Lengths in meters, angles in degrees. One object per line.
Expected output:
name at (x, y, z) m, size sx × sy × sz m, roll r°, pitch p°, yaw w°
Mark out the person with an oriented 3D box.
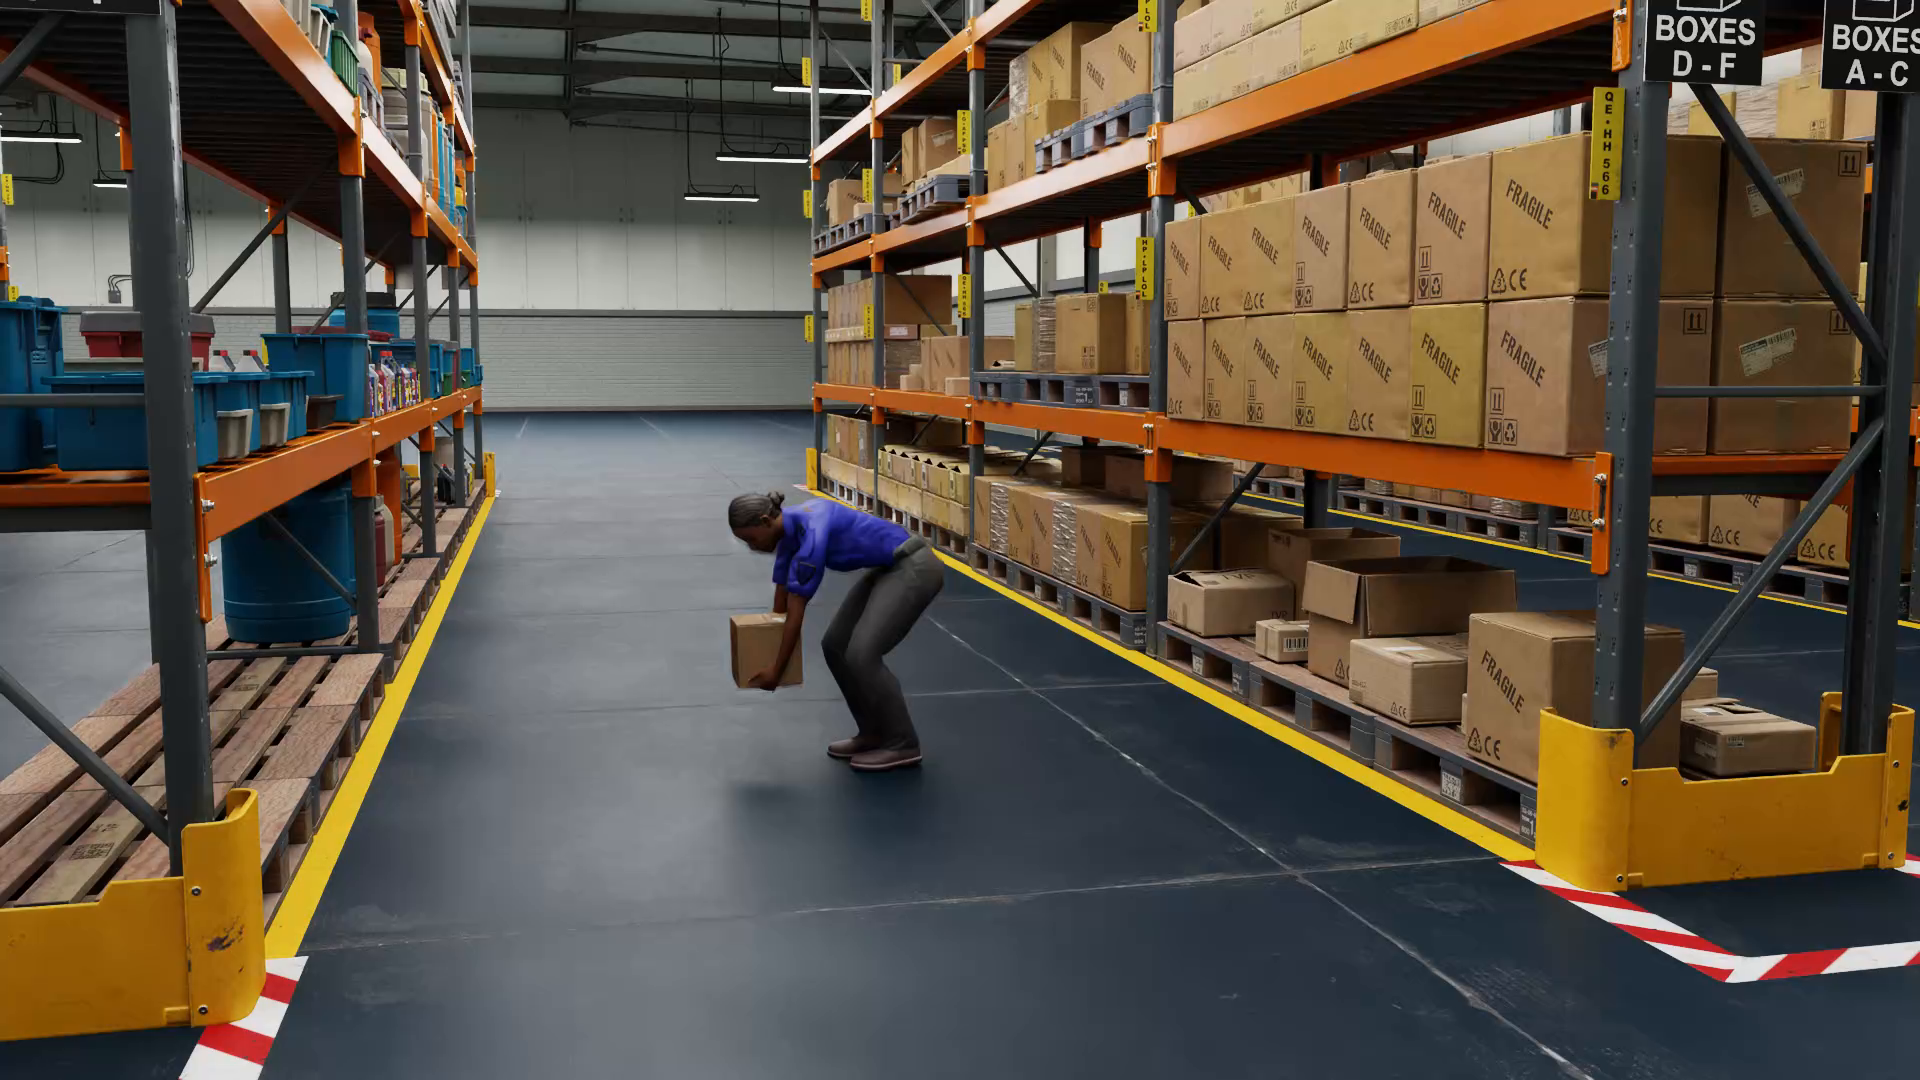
person at (-0.487, 0.348, 6.594) m, size 0.850 × 1.104 × 0.443 m, roll -2°, pitch 6°, yaw -16°
